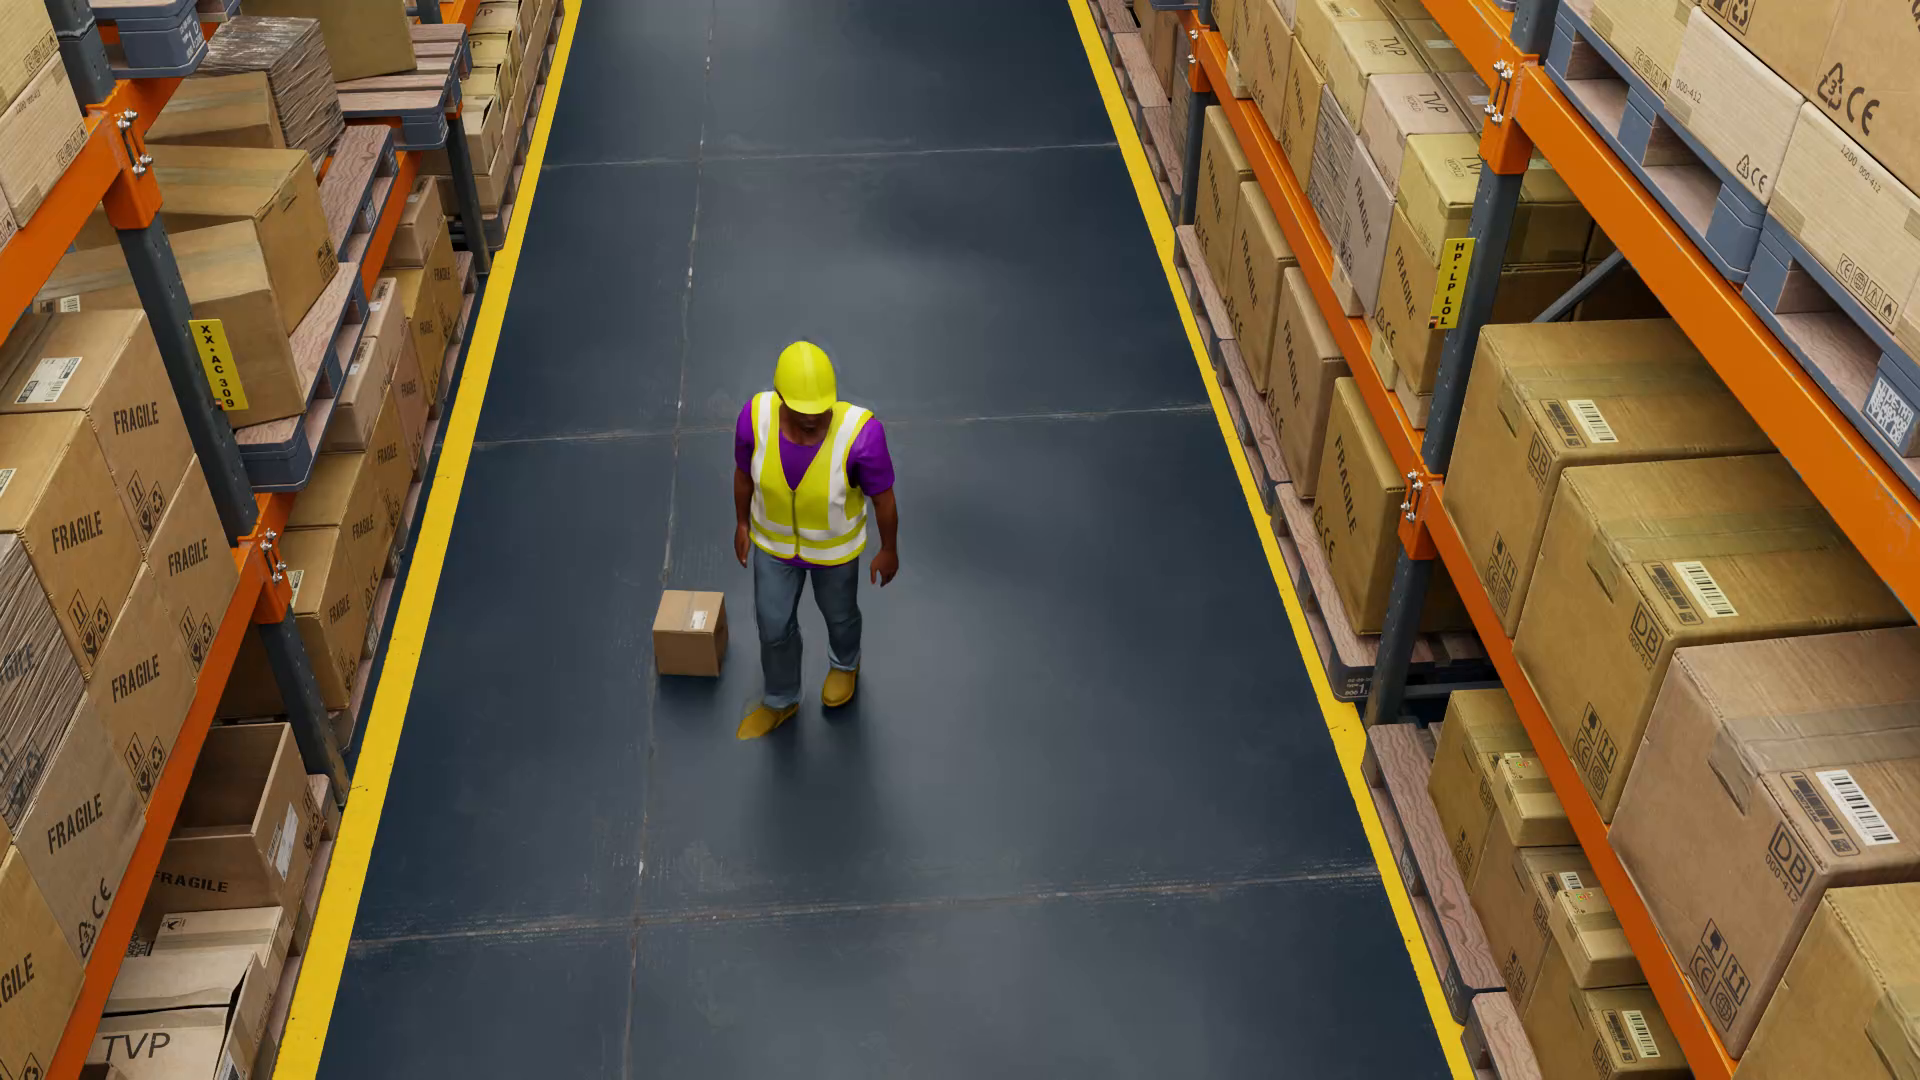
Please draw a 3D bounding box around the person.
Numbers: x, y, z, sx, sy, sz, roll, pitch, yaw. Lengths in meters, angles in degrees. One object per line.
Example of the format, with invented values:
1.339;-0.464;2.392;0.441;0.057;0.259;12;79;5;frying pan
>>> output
-0.536;-0.003;6.167;0.647;1.812;0.542;7;39;8;person
